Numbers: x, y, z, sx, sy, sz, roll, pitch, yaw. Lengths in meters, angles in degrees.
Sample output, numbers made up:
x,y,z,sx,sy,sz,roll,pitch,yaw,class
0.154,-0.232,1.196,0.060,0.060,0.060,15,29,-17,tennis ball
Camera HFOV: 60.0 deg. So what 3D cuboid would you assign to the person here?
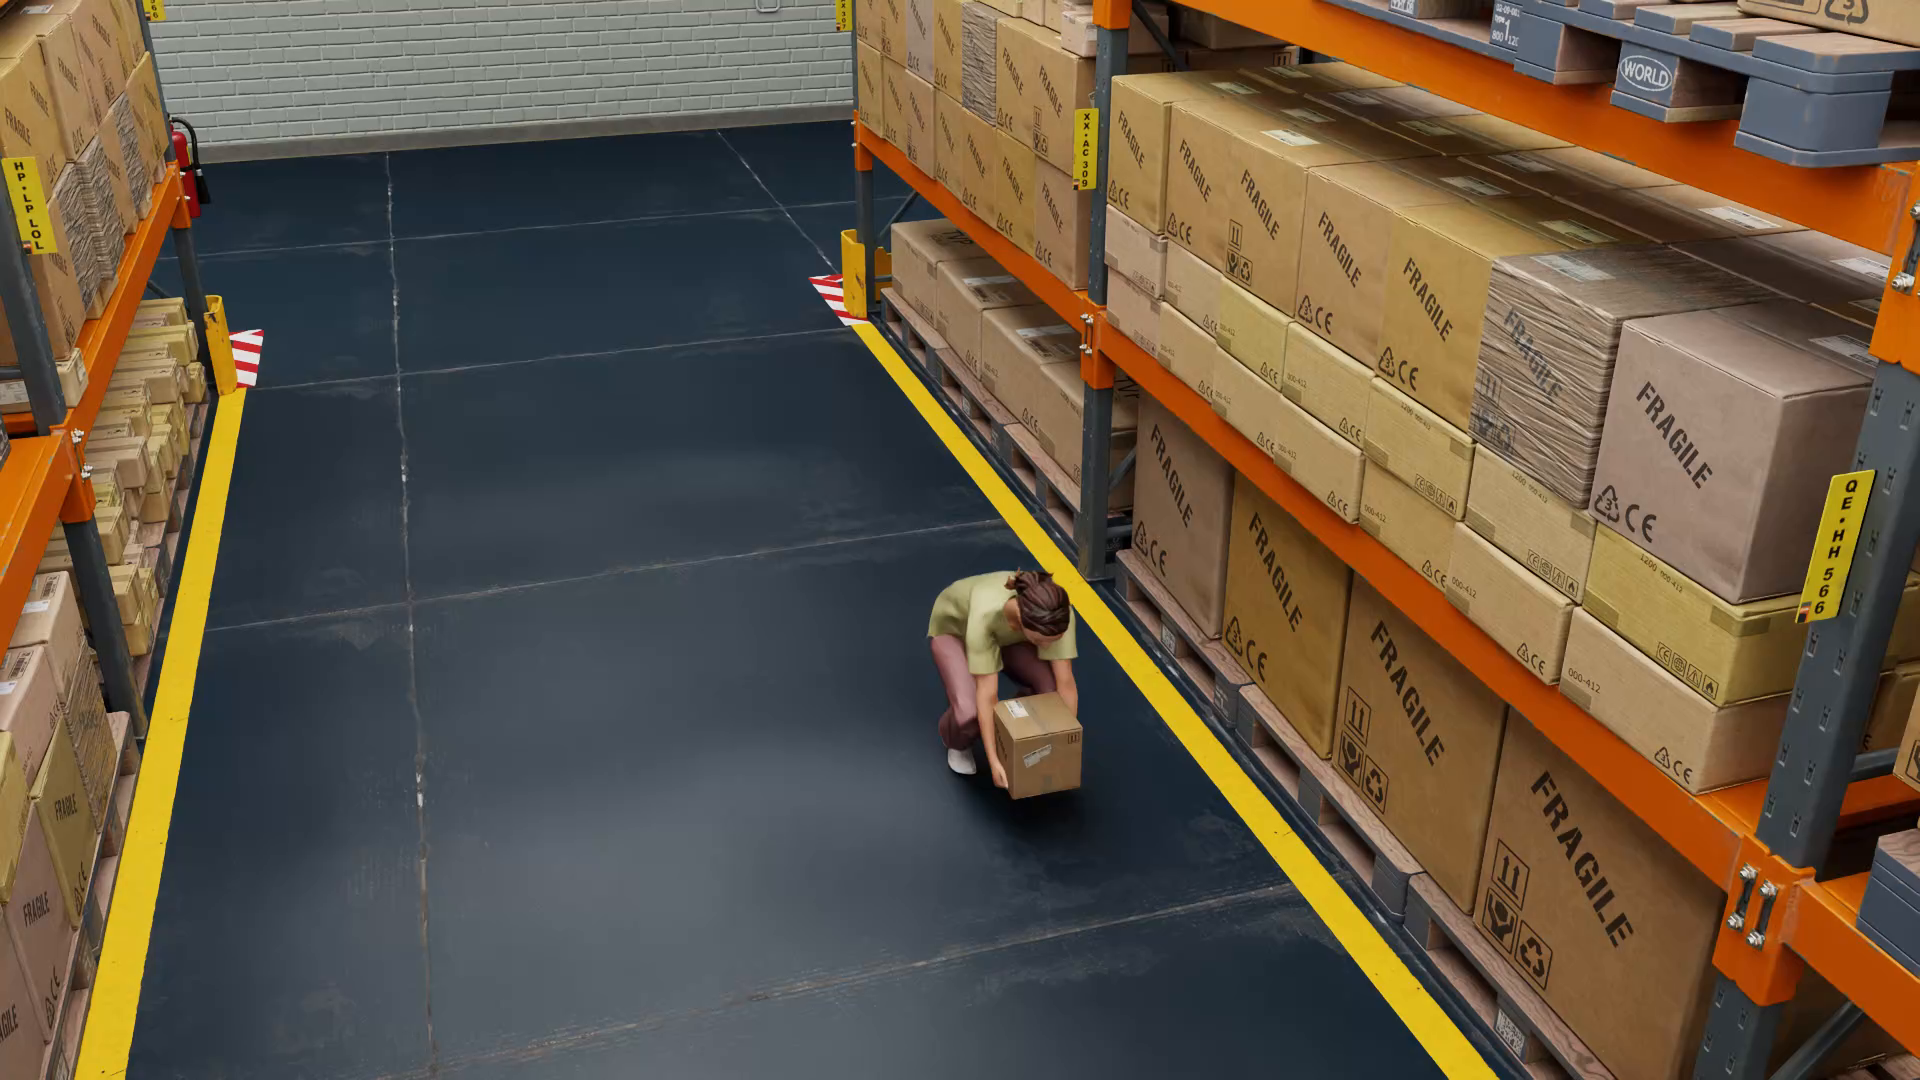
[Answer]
x,y,z,sx,sy,sz,roll,pitch,yaw,class
0.164,0.457,6.042,0.459,0.930,0.834,-9,28,-18,person
